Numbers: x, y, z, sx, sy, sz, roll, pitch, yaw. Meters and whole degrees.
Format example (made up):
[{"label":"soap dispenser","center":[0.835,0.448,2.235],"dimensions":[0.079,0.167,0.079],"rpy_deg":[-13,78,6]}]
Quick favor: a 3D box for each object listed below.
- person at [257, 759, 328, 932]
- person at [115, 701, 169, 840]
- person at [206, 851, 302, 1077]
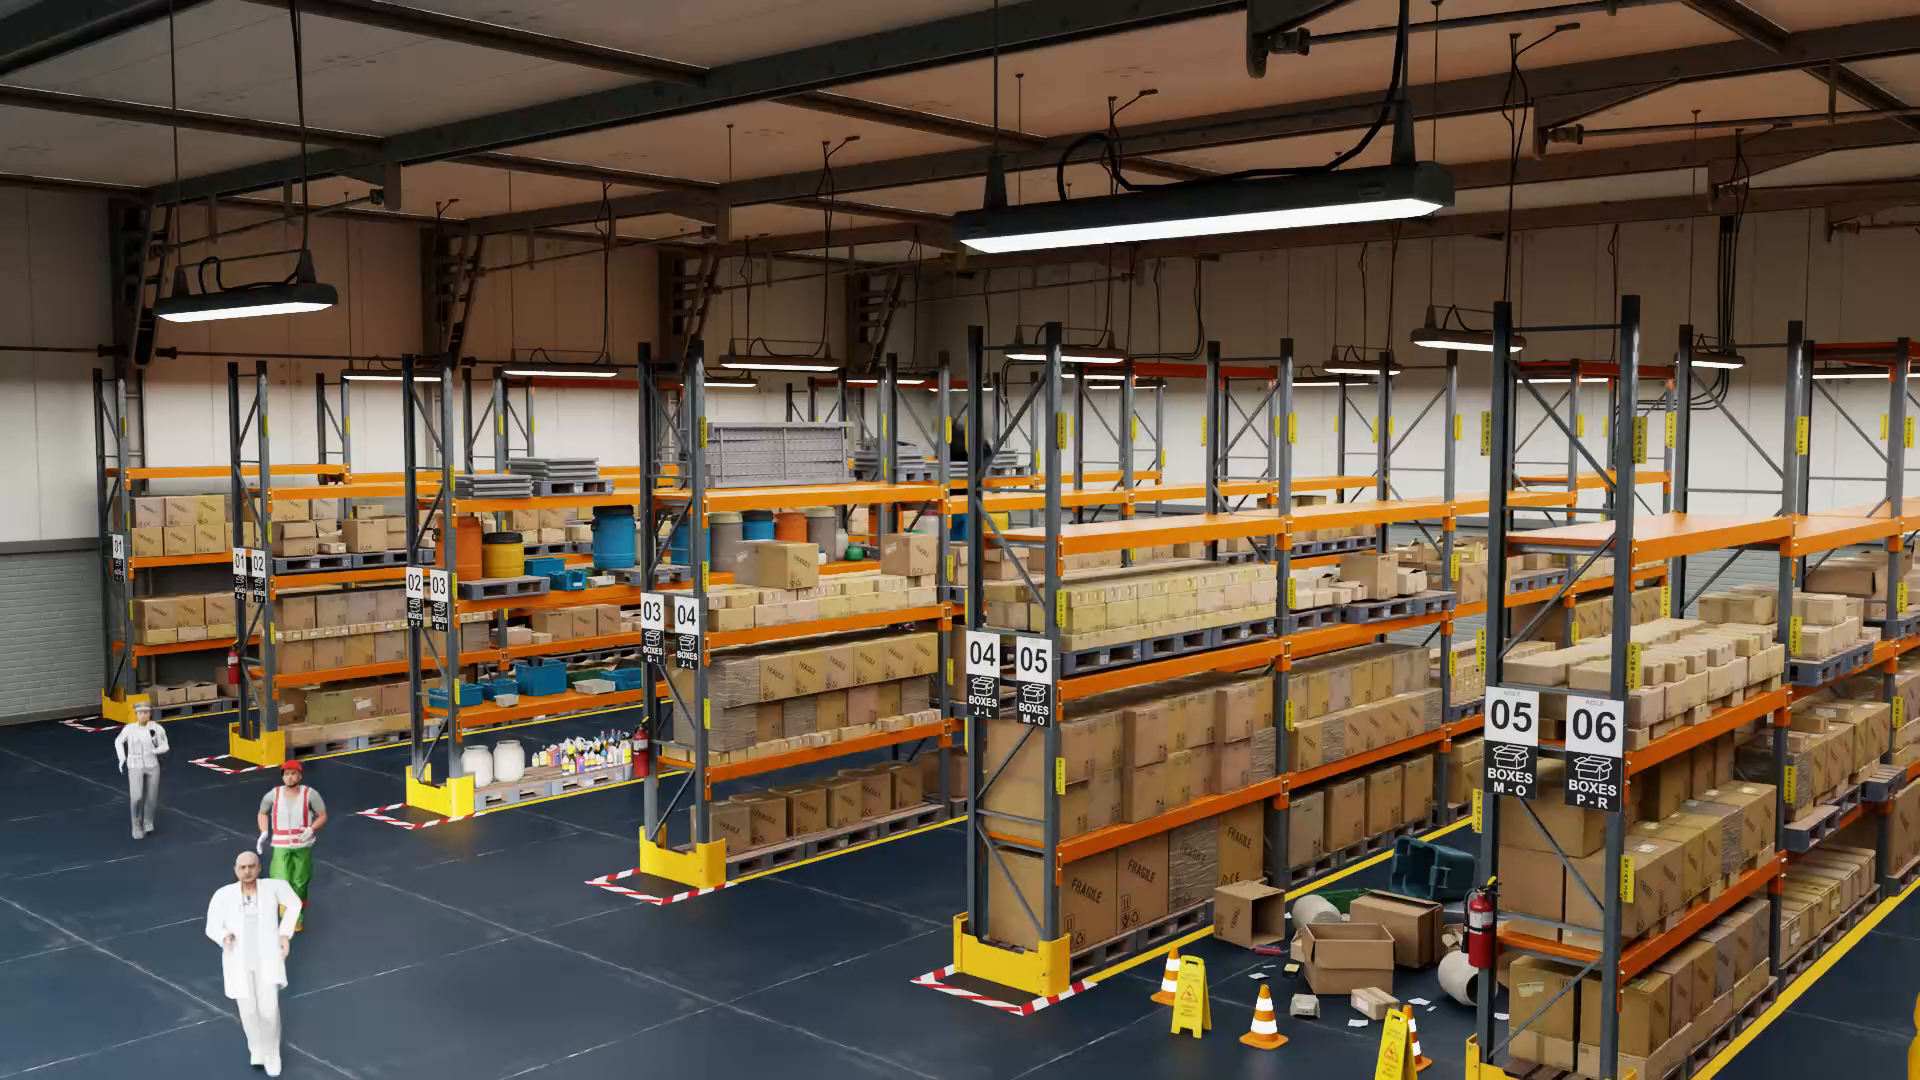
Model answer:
[{"label":"person","center":[-6.685,3.070,16.649],"dimensions":[0.665,1.737,0.582],"rpy_deg":[-1,4,-16]},{"label":"person","center":[-10.028,2.825,20.417],"dimensions":[0.581,1.687,0.677],"rpy_deg":[-2,5,-29]},{"label":"person","center":[-5.530,3.332,13.029],"dimensions":[0.681,1.796,0.775],"rpy_deg":[-1,4,-17]}]
